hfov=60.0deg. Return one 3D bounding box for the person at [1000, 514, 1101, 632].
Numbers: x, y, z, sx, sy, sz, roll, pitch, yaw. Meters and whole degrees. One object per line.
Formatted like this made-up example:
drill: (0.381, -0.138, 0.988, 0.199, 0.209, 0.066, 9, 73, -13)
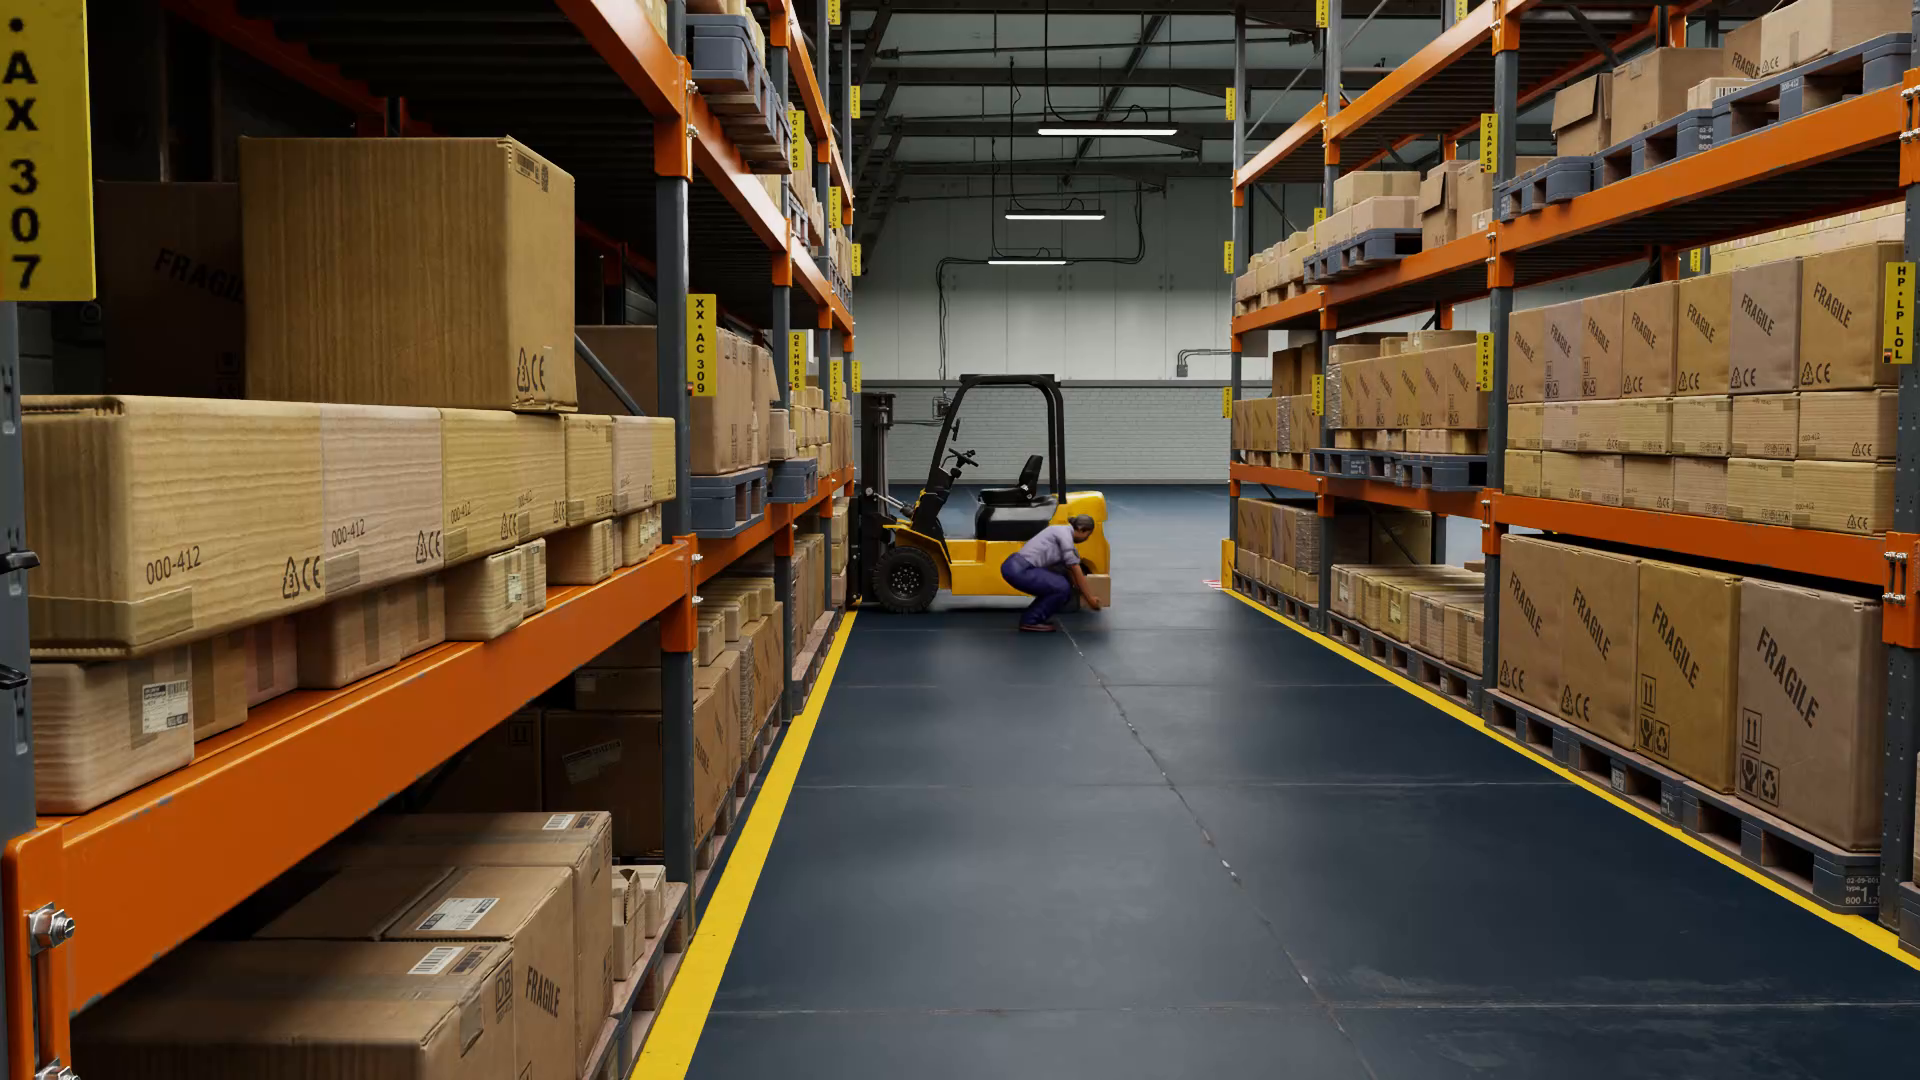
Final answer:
person: (0.748, 0.267, 13.792, 0.825, 0.965, 0.525, 0, 4, -2)
